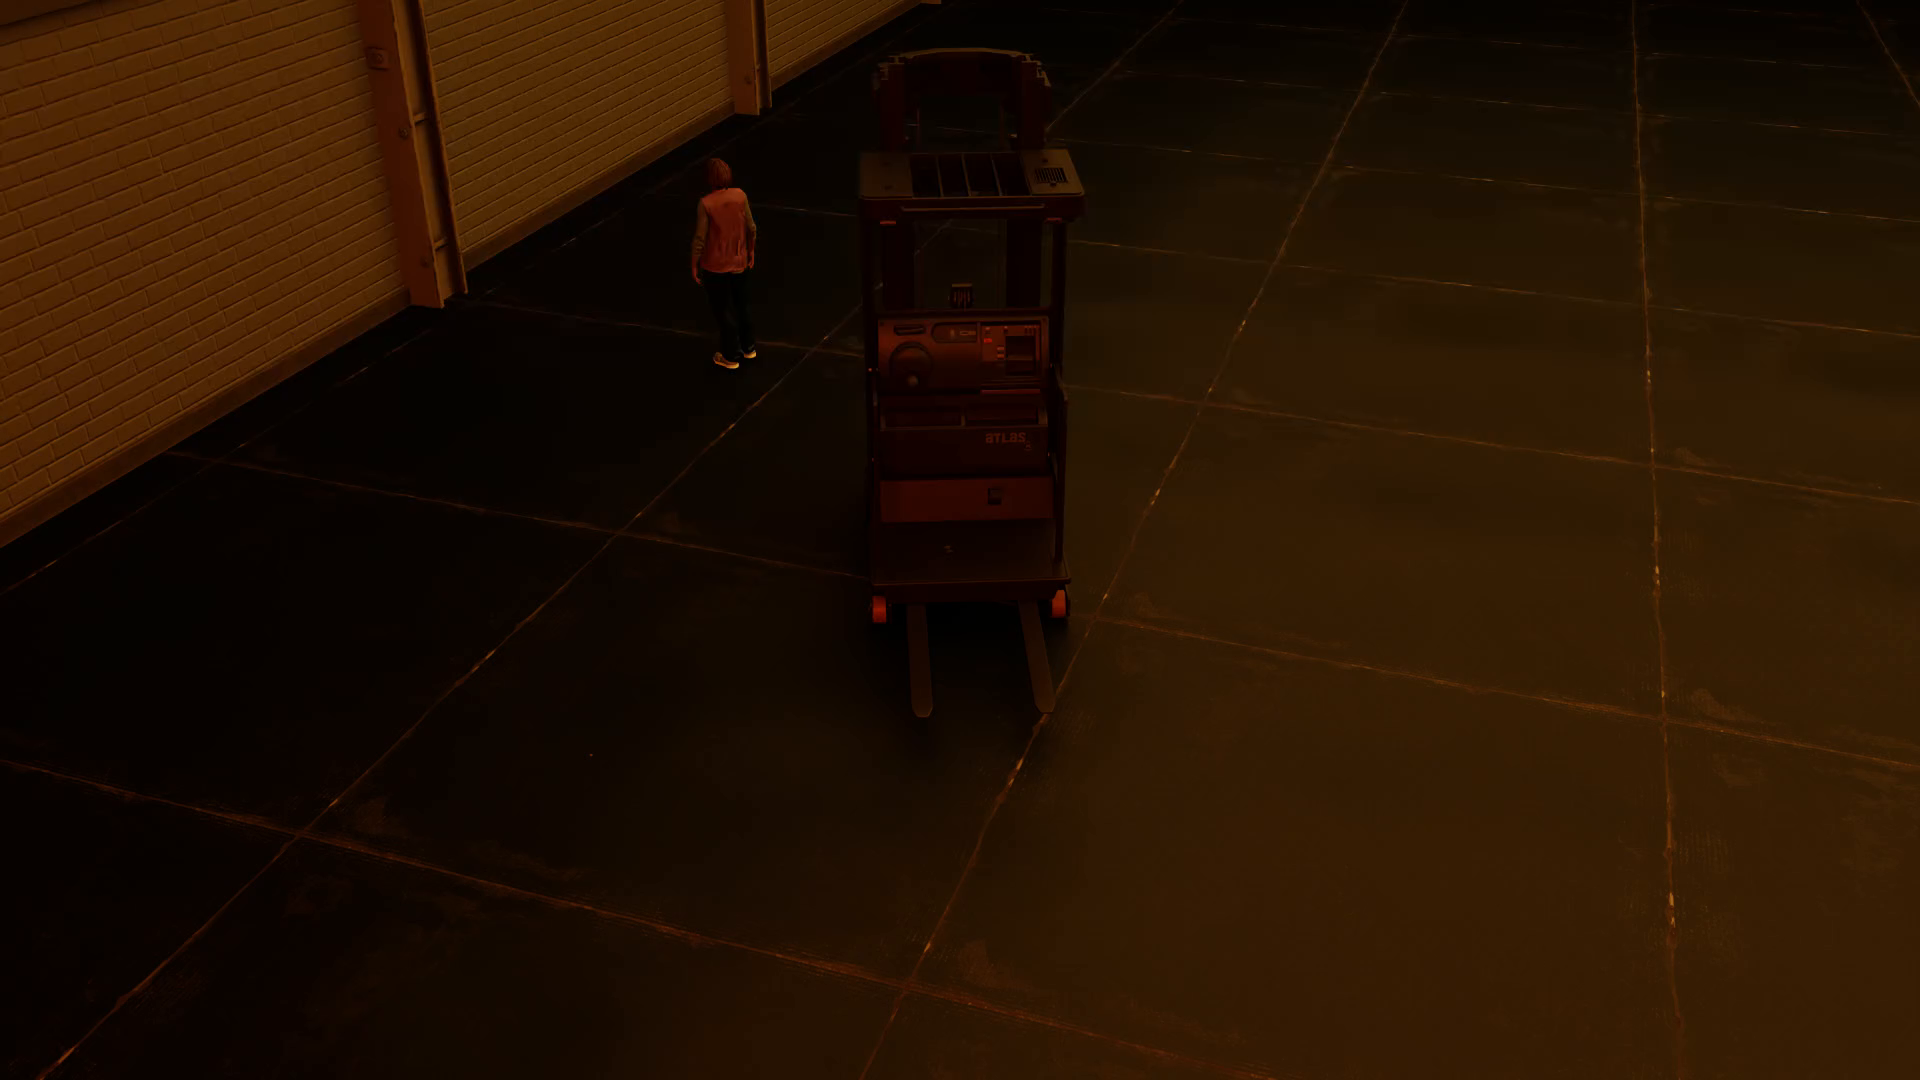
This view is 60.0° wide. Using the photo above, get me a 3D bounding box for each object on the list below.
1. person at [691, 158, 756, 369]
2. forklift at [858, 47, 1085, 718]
[{"bbox_3d":[-1.716,-2.003,11.983,0.521,1.599,0.473,-17,34,-27],"label":"person"},{"bbox_3d":[0.035,-0.972,8.842,1.130,2.935,3.031,-2,30,-3],"label":"forklift"}]
